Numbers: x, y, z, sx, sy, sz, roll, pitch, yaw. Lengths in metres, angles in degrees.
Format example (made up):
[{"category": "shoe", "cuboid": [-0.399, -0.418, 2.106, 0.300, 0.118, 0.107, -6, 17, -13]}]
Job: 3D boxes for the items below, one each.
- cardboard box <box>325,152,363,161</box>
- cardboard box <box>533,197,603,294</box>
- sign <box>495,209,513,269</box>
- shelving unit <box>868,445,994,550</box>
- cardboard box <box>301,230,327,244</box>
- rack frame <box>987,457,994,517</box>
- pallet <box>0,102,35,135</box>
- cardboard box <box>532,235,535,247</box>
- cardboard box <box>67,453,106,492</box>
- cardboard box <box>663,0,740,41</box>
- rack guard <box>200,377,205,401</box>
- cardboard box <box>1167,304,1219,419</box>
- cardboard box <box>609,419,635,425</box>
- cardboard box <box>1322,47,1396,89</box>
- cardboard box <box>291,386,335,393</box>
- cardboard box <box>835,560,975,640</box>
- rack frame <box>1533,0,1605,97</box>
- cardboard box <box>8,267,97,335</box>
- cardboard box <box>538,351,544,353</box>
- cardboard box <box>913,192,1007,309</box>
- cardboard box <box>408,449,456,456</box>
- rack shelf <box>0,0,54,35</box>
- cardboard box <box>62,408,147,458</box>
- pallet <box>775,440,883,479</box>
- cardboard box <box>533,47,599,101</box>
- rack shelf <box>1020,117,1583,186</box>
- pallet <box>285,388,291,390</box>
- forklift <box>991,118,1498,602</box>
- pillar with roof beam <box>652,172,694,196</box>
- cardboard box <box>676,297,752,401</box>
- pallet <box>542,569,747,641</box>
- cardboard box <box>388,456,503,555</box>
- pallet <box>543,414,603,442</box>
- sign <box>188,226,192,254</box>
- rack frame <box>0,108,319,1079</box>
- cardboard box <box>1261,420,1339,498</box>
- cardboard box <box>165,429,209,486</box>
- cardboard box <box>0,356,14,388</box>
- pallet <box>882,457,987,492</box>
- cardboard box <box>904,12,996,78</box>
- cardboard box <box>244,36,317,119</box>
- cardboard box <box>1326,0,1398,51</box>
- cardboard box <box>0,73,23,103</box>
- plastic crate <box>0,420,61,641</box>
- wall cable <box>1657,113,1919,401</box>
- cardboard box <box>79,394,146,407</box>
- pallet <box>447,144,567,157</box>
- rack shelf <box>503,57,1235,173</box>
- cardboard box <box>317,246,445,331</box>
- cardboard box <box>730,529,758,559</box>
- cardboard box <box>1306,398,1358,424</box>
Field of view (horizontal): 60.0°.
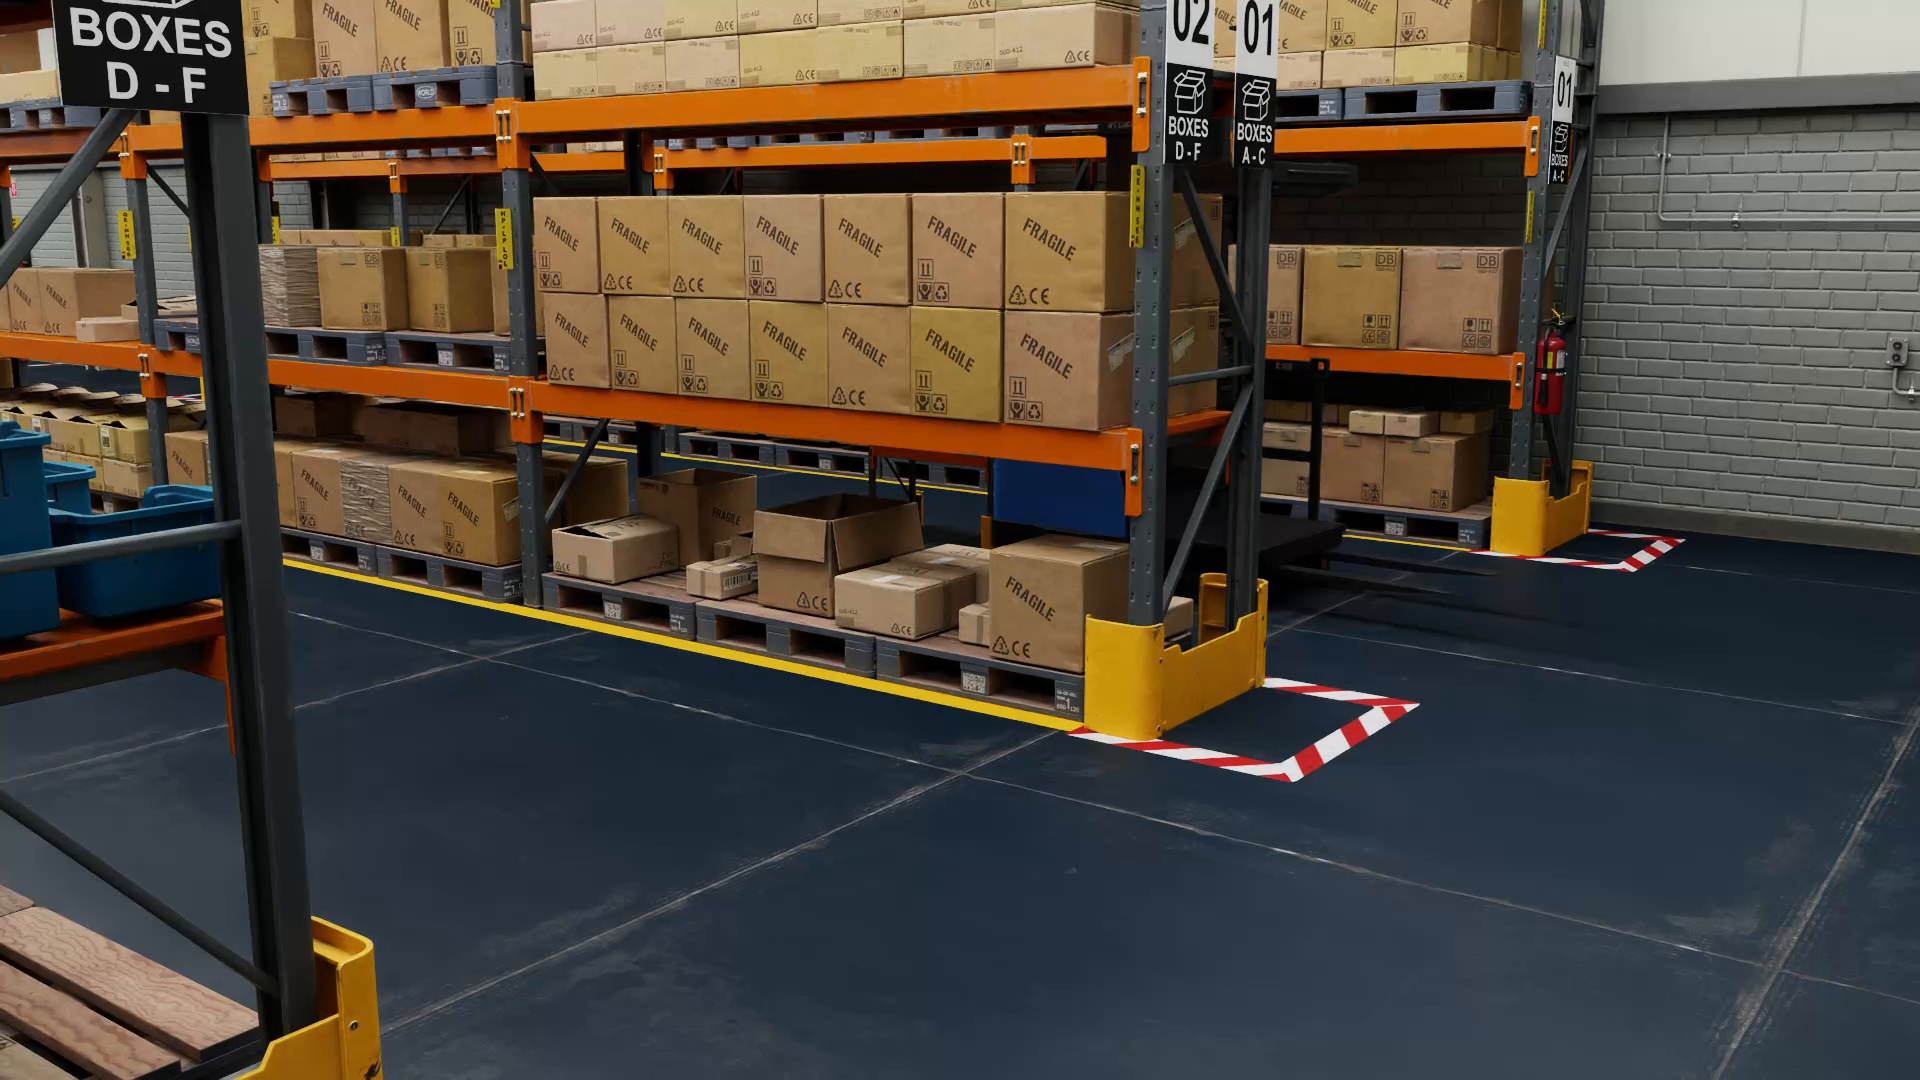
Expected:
[{"category": "cardboard box", "cuboid": [-6.633, -4.427, 18.302, 0.500, 0.500, 0.500, 7, 13, 31]}, {"category": "cardboard box", "cuboid": [-1.948, -1.603, 9.025, 0.500, 0.500, 0.500, 8, 14, 37]}, {"category": "sign", "cuboid": [-2.487, -1.643, 9.074, 0.005, 0.325, 0.100, 8, 13, 36]}, {"category": "shelving unit", "cuboid": [-0.061, -0.745, 11.432, 1.083, 1.500, 0.587, 8, 13, 36]}, {"category": "cardboard box", "cuboid": [-7.049, -3.241, 18.755, 0.500, 0.500, 0.500, 7, 13, 34]}, {"category": "rack frame", "cuboid": [0.341, -0.689, 11.141, 0.032, 1.500, 0.500, 8, 13, 36]}, {"category": "pallet", "cuboid": [-6.888, -3.177, 12.654, 1.213, 0.211, 1.003, 9, 14, 38]}, {"category": "cardboard box", "cuboid": [-4.294, -2.887, 17.134, 0.500, 0.500, 0.700, 10, 15, 43]}, {"category": "cardboard box", "cuboid": [-6.371, -0.545, 12.581, 0.500, 0.250, 0.500, 8, 13, 35]}, {"category": "cardboard box", "cuboid": [-1.116, -2.597, 8.239, 0.500, 0.250, 0.500, 8, 13, 36]}, {"category": "rack guard", "cuboid": [-8.843, -2.032, 20.715, 0.348, 0.500, 1.175, 8, 13, 36]}, {"category": "cardboard box", "cuboid": [0.861, -0.849, 7.758, 0.500, 0.500, 0.500, 8, 14, 37]}, {"category": "cardboard box", "cuboid": [-3.067, -1.430, 16.445, 0.500, 0.500, 0.700, 8, 14, 36]}, {"category": "cardboard box", "cuboid": [2.825, -3.223, 11.420, 0.500, 0.250, 0.500, 7, 13, 33]}, {"category": "cardboard box", "cuboid": [-7.378, -2.010, 19.446, 0.500, 0.500, 0.700, 7, 13, 32]}, {"category": "cardboard box", "cuboid": [-0.269, 0.289, 8.217, 0.500, 0.250, 0.500, 8, 13, 36]}, {"category": "rack frame", "cuboid": [3.992, -4.414, 10.653, 0.127, 3.000, 1.000, 8, 13, 36]}, {"category": "cardboard box", "cuboid": [-7.171, -1.904, 13.209, 0.500, 0.500, 0.500, 8, 14, 36]}, {"category": "cardboard box", "cuboid": [-4.298, -1.987, 17.354, 0.500, 0.250, 0.500, 7, 13, 34]}, {"category": "cardboard box", "cuboid": [0.134, -1.314, 7.531, 0.500, 0.500, 0.500, 8, 14, 37]}, {"category": "cardboard box", "cuboid": [-3.241, -0.355, 10.893, 0.500, 0.500, 0.500, 8, 14, 36]}, {"category": "rack shelf", "cuboid": [-3.484, -1.296, 4.329, 4.000, 0.370, 1.077, 8, 13, 36]}, {"category": "cardboard box", "cuboid": [-6.376, -0.819, 12.524, 0.500, 0.311, 0.500, 8, 13, 35]}, {"category": "pallet", "cuboid": [-0.886, -0.761, 14.910, 1.213, 0.211, 1.003, 8, 13, 36]}, {"category": "cardboard box", "cuboid": [-1.916, -2.466, 8.876, 0.500, 0.250, 0.500, 8, 13, 36]}, {"category": "rack shelf", "cuboid": [2.380, -2.813, 12.169, 4.000, 0.370, 1.077, 8, 13, 36]}, {"category": "pallet", "cuboid": [-8.209, -1.793, 20.242, 1.213, 0.211, 1.003, 8, 13, 36]}, {"category": "forklift", "cuboid": [1.659, -1.167, 9.844, 3.031, 2.935, 1.130, 9, 14, 39]}, {"category": "pillar with roof beam", "cuboid": [-5.540, -4.933, 13.336, 0.400, 9.000, 9.100, 8, 13, 36]}, {"category": "cardboard box", "cuboid": [-1.095, -0.996, 8.517, 0.500, 0.500, 0.500, 8, 13, 35]}, {"category": "pallet", "cuboid": [-1.608, 0.287, 9.491, 1.213, 0.211, 1.003, 8, 13, 36]}, {"category": "cardboard box", "cuboid": [-3.122, -0.217, 10.175, 0.500, 0.500, 0.500, 8, 14, 36]}, {"category": "pallet", "cuboid": [-4.064, -1.224, 17.302, 1.213, 0.211, 1.003, 8, 13, 36]}, {"category": "sign", "cuboid": [-9.225, -3.609, 20.010, 0.005, 0.325, 0.100, 8, 13, 36]}, {"category": "rack frame", "cuboid": [-1.874, 0.049, 3.381, 0.053, 2.616, 0.949, 8, 13, 36]}, {"category": "cardboard box", "cuboid": [2.560, -0.624, 12.331, 0.500, 0.500, 0.700, 7, 13, 34]}, {"category": "cardboard box", "cuboid": [-5.187, -0.503, 11.655, 0.500, 0.500, 0.500, 9, 14, 38]}, {"category": "cardboard box", "cuboid": [-8.797, -1.383, 14.942, 0.500, 0.500, 0.500, 8, 13, 36]}, {"category": "pallet", "cuboid": [0.102, -0.624, 14.201, 1.213, 0.211, 1.003, 8, 13, 36]}, {"category": "cardboard box", "cuboid": [0.096, -2.184, 7.420, 0.500, 0.250, 0.500, 8, 13, 36]}, {"category": "cardboard box", "cuboid": [-4.183, -2.971, 10.830, 0.500, 0.500, 0.910, 8, 13, 36]}, {"category": "cardboard box", "cuboid": [2.844, -3.589, 11.341, 0.500, 0.500, 0.500, 8, 14, 37]}, {"category": "cardboard box", "cuboid": [-7.104, -3.440, 12.805, 0.500, 0.250, 0.500, 7, 13, 31]}, {"category": "plastic crate", "cuboid": [-2.252, -0.008, 3.421, 0.499, 0.435, 0.616, 8, 13, 36]}, {"category": "wall cable", "cuboid": [5.584, -1.968, 11.131, 1.851, 1.984, 0.084, 8, 13, 36]}, {"category": "cardboard box", "cuboid": [-6.886, -1.018, 13.550, 0.500, 0.311, 0.500, 8, 13, 35]}, {"category": "pallet", "cuboid": [-4.408, -3.996, 16.886, 1.003, 0.211, 1.213, 8, 13, 36]}, {"category": "rack shelf", "cuboid": [-0.549, -2.054, 8.247, 4.000, 0.370, 1.077, 8, 13, 36]}, {"category": "cardboard box", "cuboid": [-3.622, -1.604, 10.554, 0.500, 0.500, 0.700, 4, 12, 21]}, {"category": "cardboard box", "cuboid": [-0.929, 0.050, 9.297, 0.500, 0.311, 0.500, 8, 13, 36]}, {"category": "cardboard box", "cuboid": [2.772, -0.959, 12.359, 0.250, 0.149, 0.380, 8, 14, 36]}]
